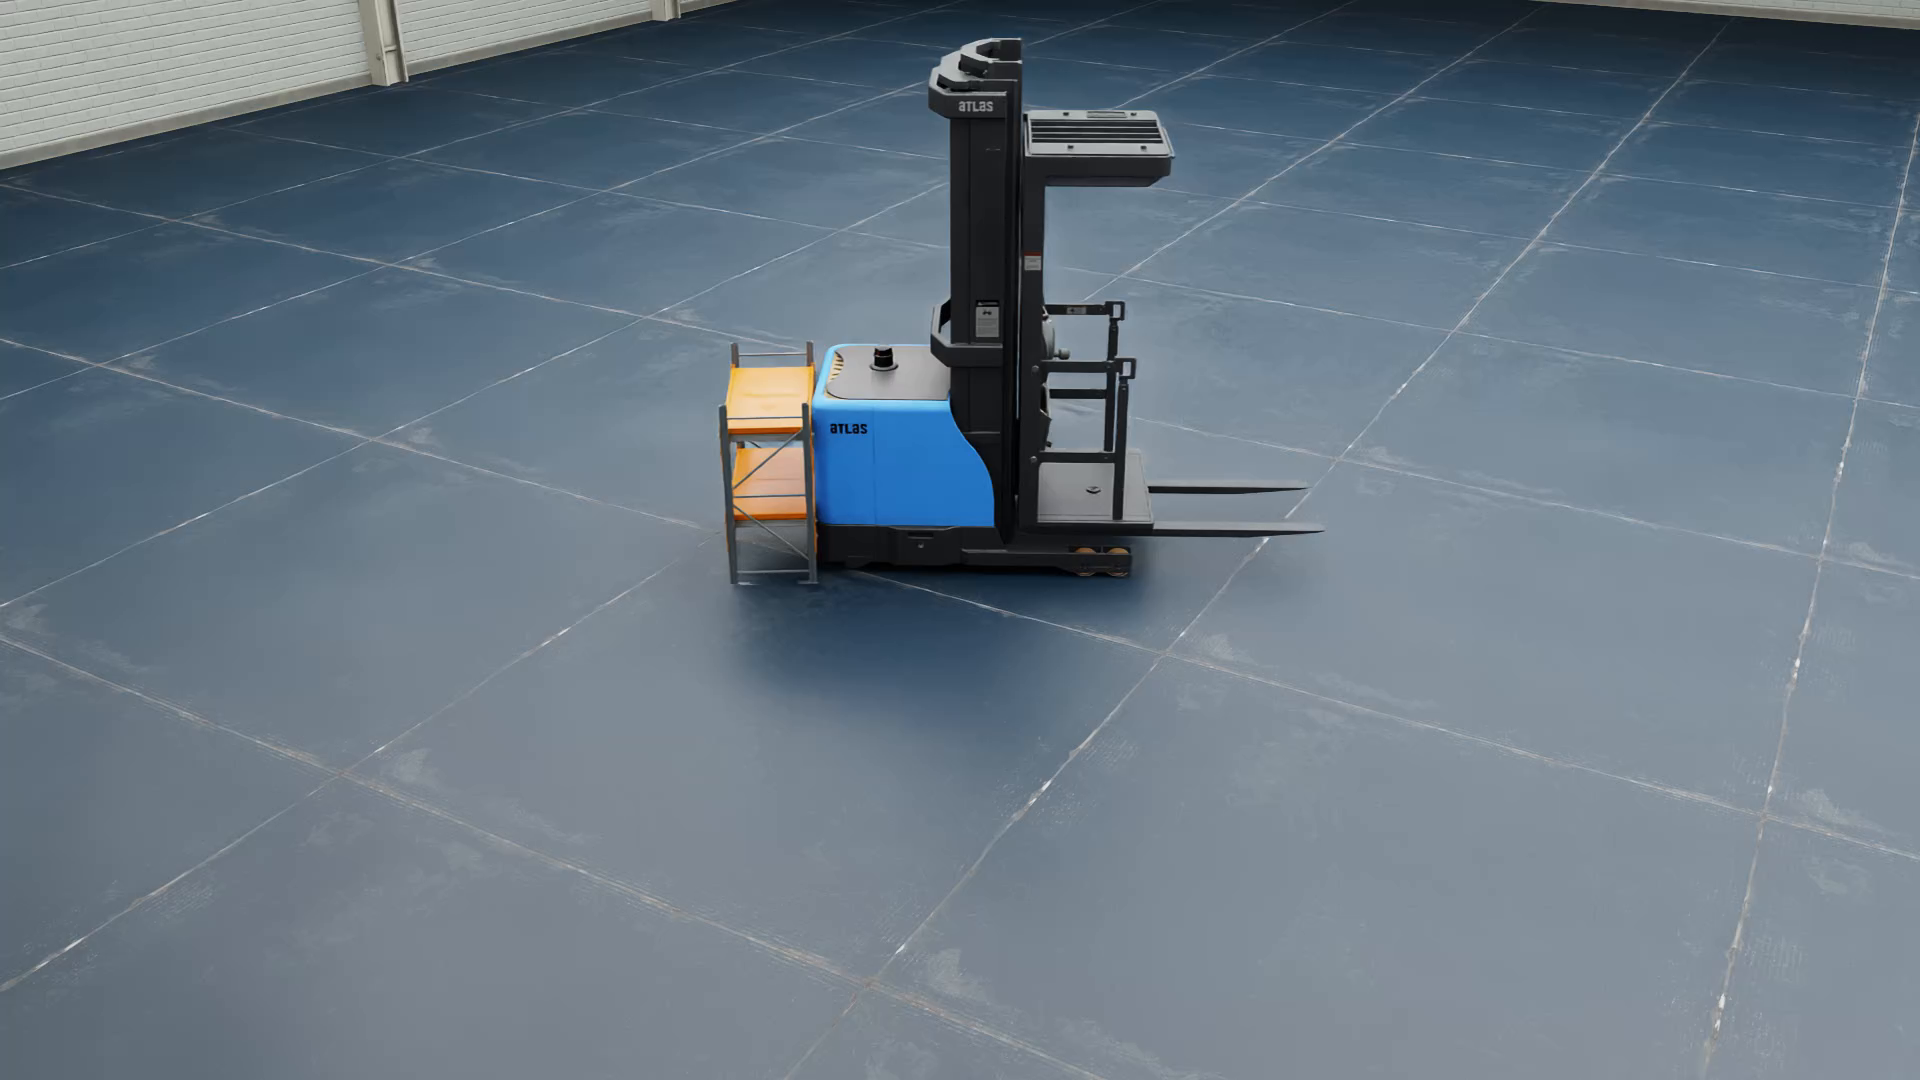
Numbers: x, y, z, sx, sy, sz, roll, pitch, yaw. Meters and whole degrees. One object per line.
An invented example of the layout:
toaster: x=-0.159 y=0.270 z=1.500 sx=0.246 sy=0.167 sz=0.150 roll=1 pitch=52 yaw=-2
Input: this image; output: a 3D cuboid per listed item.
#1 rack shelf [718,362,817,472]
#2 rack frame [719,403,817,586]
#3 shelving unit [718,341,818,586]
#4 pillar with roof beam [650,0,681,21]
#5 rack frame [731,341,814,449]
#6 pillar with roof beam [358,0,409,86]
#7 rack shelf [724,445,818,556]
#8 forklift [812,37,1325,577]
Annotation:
rack shelf: x=-1.118 y=-0.738 z=9.813 sx=0.538 sy=0.278 sz=1.000 roll=-1 pitch=27 yaw=-3
rack frame: x=-1.089 y=-0.249 z=9.490 sx=0.500 sy=1.125 sz=0.032 roll=-1 pitch=27 yaw=-3
shelving unit: x=-1.118 y=-0.476 z=9.944 sx=0.538 sy=1.125 sz=1.048 roll=-1 pitch=27 yaw=-3
pillar with roof beam: x=-1.100 y=-11.674 z=23.519 sx=9.100 sy=9.000 sz=0.400 roll=14 pitch=30 yaw=26
rack frame: x=-1.147 y=-0.703 z=10.398 sx=0.500 sy=1.125 sz=0.032 roll=-1 pitch=27 yaw=-3
pillar with roof beam: x=-4.051 y=-9.336 z=18.848 sx=9.100 sy=9.000 sz=0.400 roll=14 pitch=30 yaw=26
rack shelf: x=-1.118 y=-0.257 z=10.053 sx=0.538 sy=0.278 sz=1.000 roll=-1 pitch=27 yaw=-3
forklift: x=0.665 y=-1.336 z=9.644 sx=3.031 sy=2.935 sz=1.130 roll=1 pitch=27 yaw=1
